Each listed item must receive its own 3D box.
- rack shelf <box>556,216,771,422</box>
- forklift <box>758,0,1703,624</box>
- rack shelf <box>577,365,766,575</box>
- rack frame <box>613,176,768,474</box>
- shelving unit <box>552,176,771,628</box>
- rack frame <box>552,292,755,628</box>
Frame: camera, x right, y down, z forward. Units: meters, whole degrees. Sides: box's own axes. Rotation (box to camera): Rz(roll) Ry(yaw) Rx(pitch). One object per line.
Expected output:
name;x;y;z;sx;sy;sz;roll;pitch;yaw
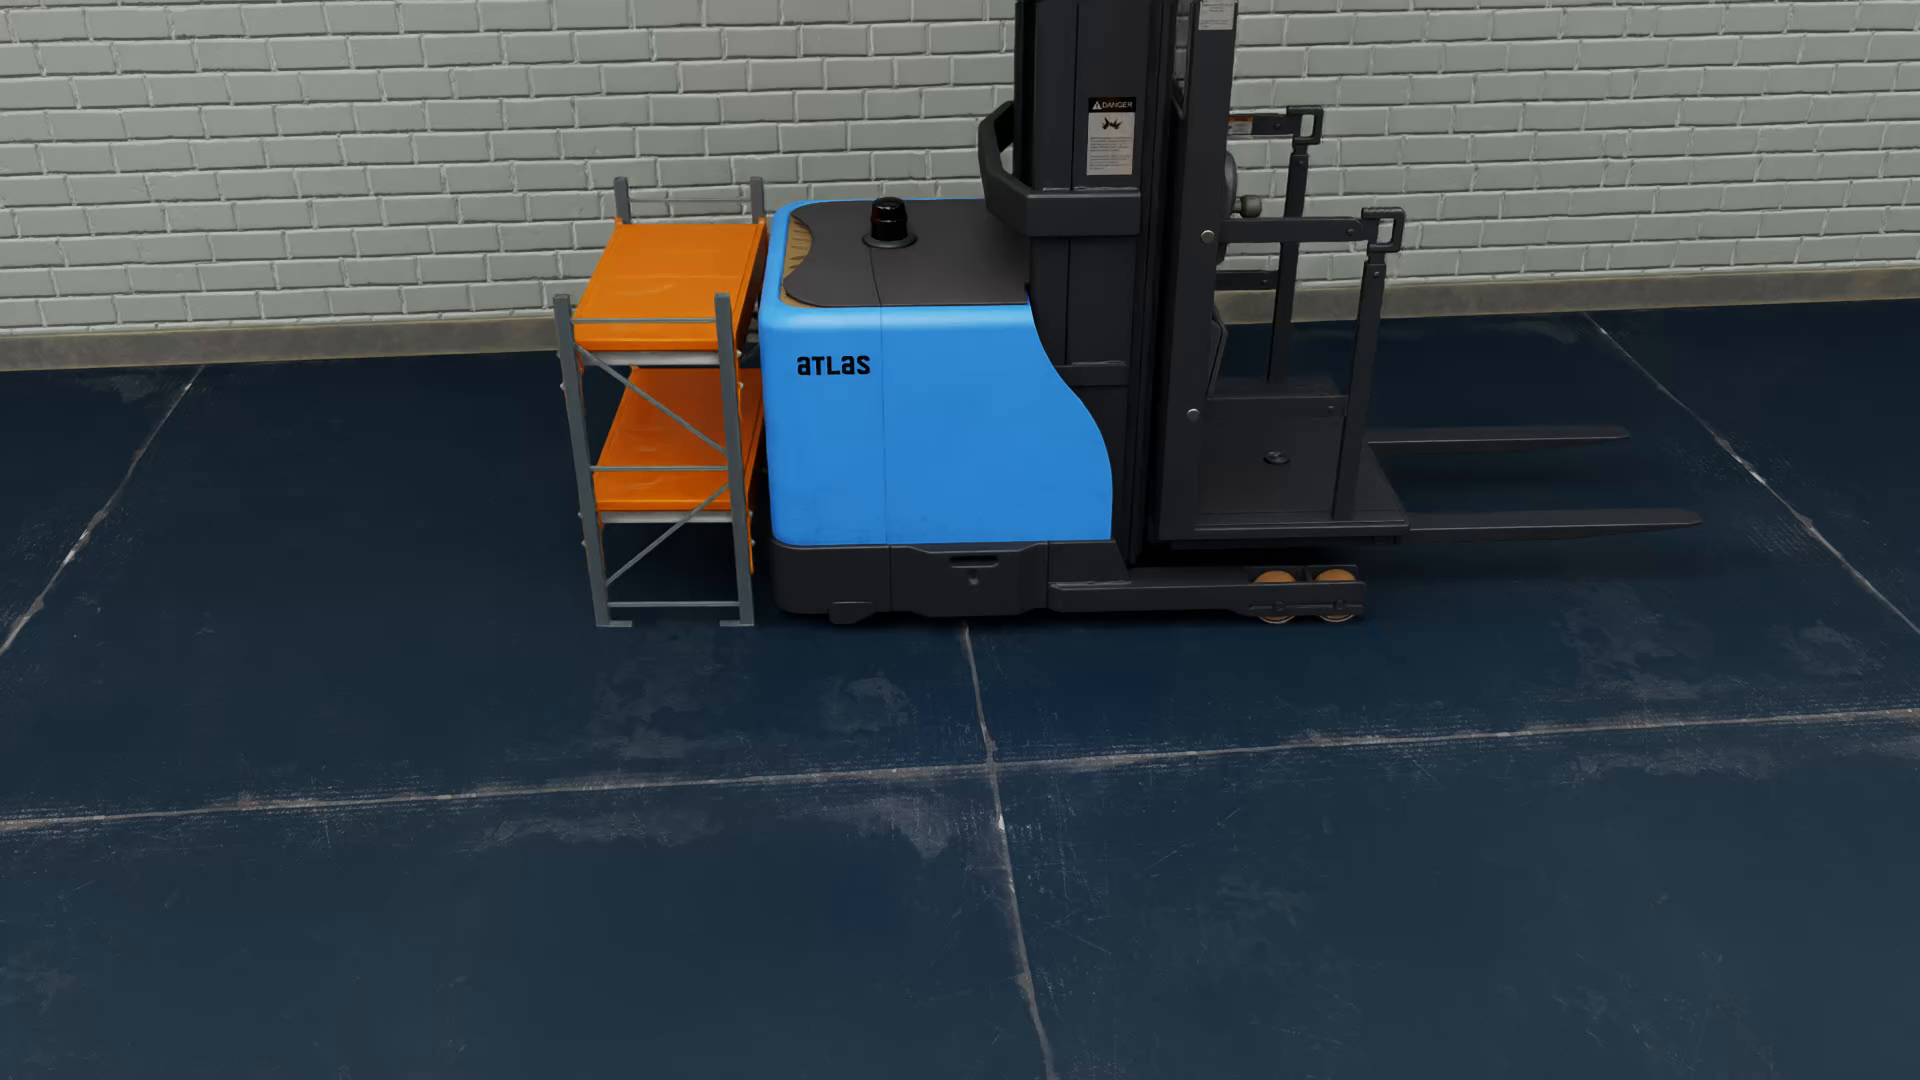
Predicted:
rack shelf;-0.910;-0.725;5.296;0.538;0.278;1.000;0;31;0
forklift;0.897;-1.264;5.007;3.031;2.935;1.130;-1;31;-2
rack shelf;-0.909;-0.264;5.571;0.538;0.278;1.000;0;31;0
rack frame;-0.914;-0.734;5.882;0.500;1.125;0.032;0;31;0
shelving unit;-0.909;-0.474;5.446;0.538;1.125;1.048;0;31;0
rack frame;-0.904;-0.213;5.010;0.500;1.125;0.032;0;31;0
